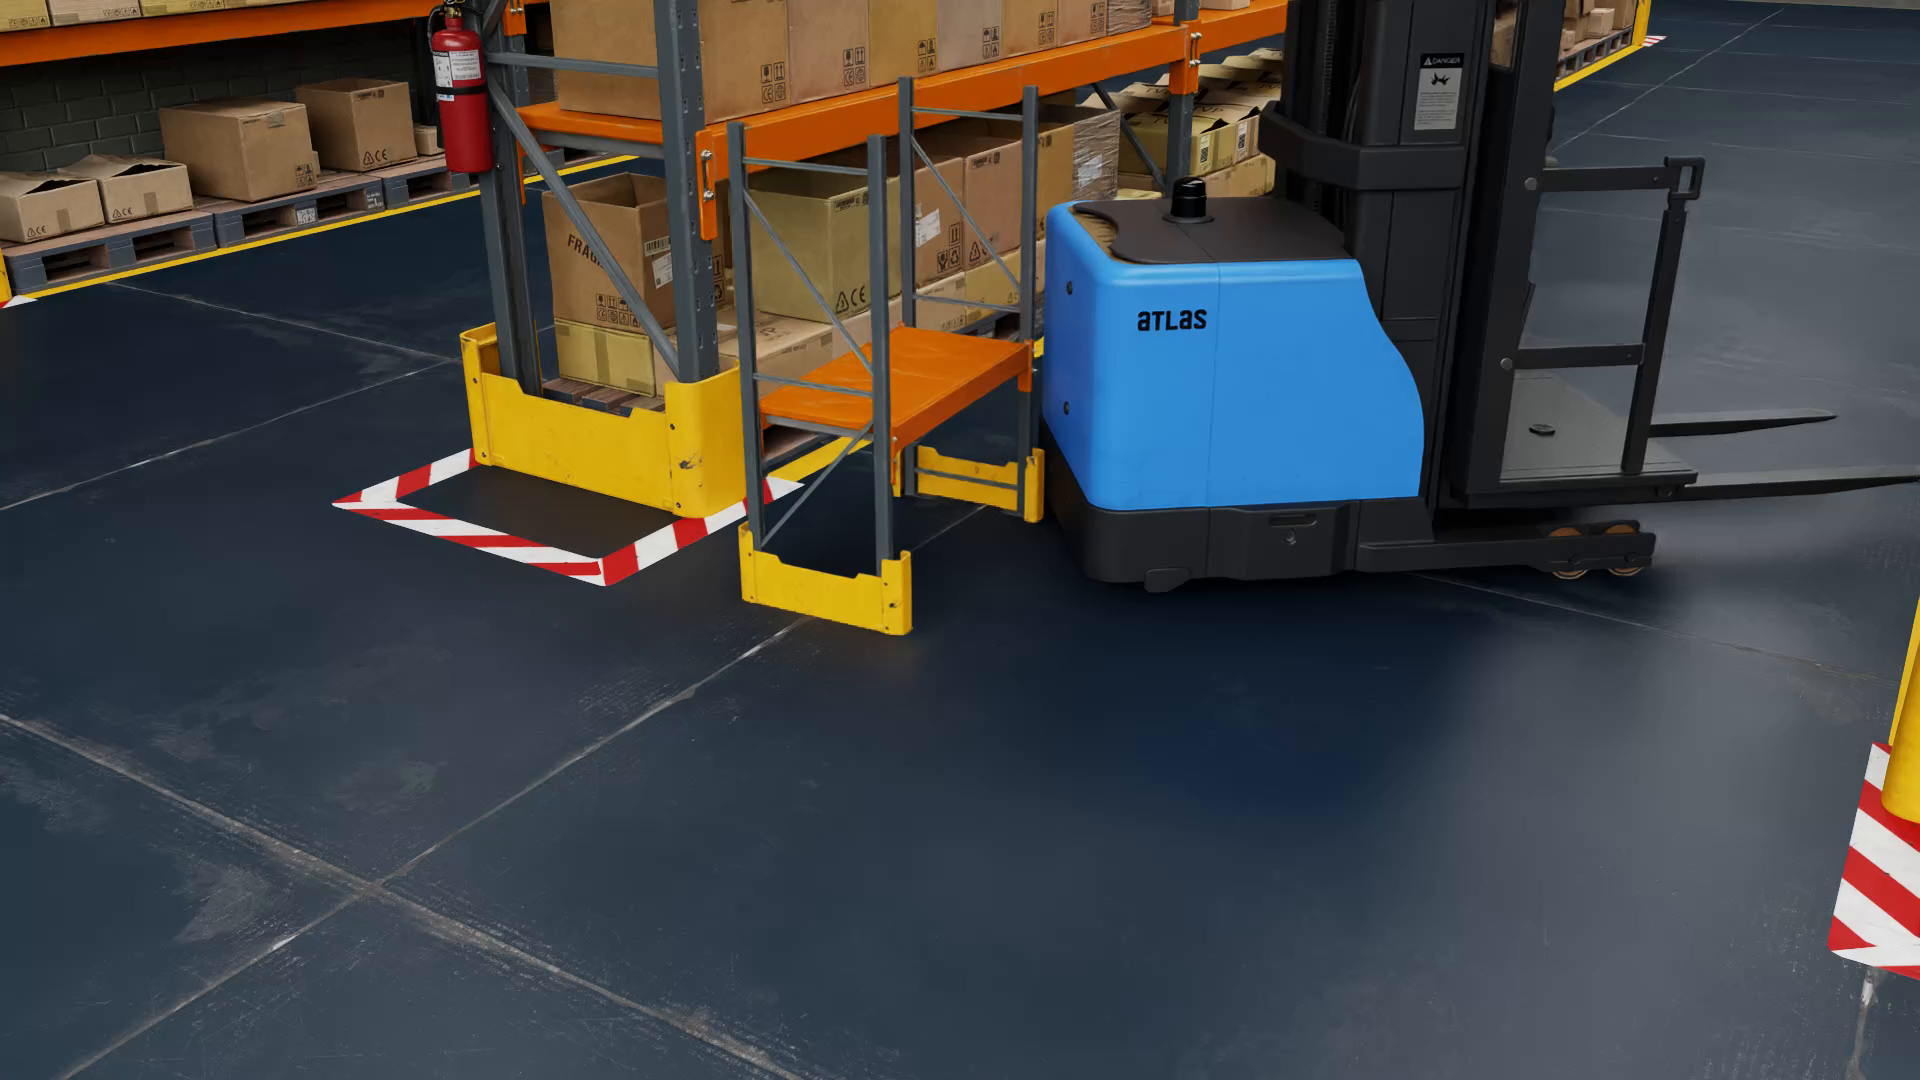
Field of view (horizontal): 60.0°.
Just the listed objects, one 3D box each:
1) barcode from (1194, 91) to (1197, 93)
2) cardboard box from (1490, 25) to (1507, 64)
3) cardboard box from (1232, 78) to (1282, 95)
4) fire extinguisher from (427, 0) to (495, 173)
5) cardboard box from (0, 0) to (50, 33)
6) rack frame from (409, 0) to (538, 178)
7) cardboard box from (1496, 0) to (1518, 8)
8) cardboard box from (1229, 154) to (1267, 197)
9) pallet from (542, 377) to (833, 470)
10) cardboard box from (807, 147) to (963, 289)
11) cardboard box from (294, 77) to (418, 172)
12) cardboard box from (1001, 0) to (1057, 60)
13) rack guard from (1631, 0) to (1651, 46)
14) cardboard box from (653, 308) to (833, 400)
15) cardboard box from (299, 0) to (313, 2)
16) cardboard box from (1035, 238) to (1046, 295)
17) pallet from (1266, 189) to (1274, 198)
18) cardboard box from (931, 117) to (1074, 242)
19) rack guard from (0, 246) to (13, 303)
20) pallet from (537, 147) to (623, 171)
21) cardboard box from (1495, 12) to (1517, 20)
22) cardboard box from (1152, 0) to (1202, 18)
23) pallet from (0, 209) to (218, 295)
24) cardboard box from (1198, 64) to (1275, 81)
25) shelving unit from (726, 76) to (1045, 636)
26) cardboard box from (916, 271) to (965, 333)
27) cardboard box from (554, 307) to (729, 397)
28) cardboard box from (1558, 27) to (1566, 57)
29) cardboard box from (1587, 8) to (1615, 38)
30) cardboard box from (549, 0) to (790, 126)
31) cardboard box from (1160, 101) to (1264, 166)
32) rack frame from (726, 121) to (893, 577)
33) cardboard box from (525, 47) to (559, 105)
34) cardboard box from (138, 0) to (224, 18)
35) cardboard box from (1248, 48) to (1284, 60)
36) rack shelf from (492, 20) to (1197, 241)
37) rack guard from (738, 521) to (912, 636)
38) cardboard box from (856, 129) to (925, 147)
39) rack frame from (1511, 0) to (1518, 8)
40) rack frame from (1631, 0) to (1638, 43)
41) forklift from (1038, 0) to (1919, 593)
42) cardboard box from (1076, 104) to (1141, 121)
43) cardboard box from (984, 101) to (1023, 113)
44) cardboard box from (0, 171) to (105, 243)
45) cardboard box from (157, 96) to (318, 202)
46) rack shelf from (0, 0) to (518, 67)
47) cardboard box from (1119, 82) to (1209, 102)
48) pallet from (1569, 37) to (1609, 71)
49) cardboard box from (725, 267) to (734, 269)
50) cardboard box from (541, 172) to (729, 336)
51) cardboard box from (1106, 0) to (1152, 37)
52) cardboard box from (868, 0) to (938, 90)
[{"bbox_3d":[1.283,-2.476,9.078,0.001,0.075,0.075,14,27,29],"label":"barcode"},{"bbox_3d":[4.199,-4.004,13.816,0.500,0.500,0.500,13,27,27],"label":"cardboard box"},{"bbox_3d":[2.035,-2.777,10.615,0.500,0.311,0.500,15,27,30],"label":"cardboard box"},{"bbox_3d":[-1.772,-1.654,5.892,0.296,0.674,0.183,14,27,29],"label":"fire extinguisher"},{"bbox_3d":[-4.998,-2.707,8.391,0.500,0.250,0.500,13,27,27],"label":"cardboard box"},{"bbox_3d":[-3.415,-4.019,11.257,1.000,3.000,0.127,14,27,29],"label":"rack frame"},{"bbox_3d":[5.075,-4.988,16.090,0.500,0.500,0.500,14,27,29],"label":"cardboard box"},{"bbox_3d":[1.489,-2.169,9.918,0.500,0.250,0.500,15,27,30],"label":"cardboard box"},{"bbox_3d":[-0.947,-0.619,6.914,1.003,0.211,1.213,14,27,29],"label":"pallet"},{"bbox_3d":[-0.328,-1.382,7.155,0.500,0.500,0.500,14,27,29],"label":"cardboard box"},{"bbox_3d":[-3.929,-2.715,10.838,0.500,0.500,0.500,12,26,25],"label":"cardboard box"},{"bbox_3d":[0.026,-2.529,7.690,0.700,0.500,0.500,14,27,30],"label":"cardboard box"},{"bbox_3d":[7.085,-5.859,18.655,1.175,0.500,0.348,14,27,29],"label":"rack guard"},{"bbox_3d":[-0.843,-0.697,6.517,0.500,0.250,0.500,14,27,29],"label":"cardboard box"},{"bbox_3d":[-3.930,-3.396,9.983,0.500,0.250,0.500,14,27,29],"label":"cardboard box"},{"bbox_3d":[0.213,-1.372,8.076,0.500,0.250,0.500,14,27,29],"label":"cardboard box"},{"bbox_3d":[1.793,-2.372,10.965,1.003,0.211,1.213,14,27,29],"label":"pallet"},{"bbox_3d":[0.202,-1.719,7.933,0.500,0.500,0.500,14,27,29],"label":"cardboard box"},{"bbox_3d":[-5.485,-1.547,8.695,1.175,0.500,0.348,14,27,29],"label":"rack guard"},{"bbox_3d":[-3.006,-3.002,12.419,1.003,0.211,1.213,14,27,29],"label":"pallet"},{"bbox_3d":[4.730,-4.345,14.604,0.500,0.500,0.500,14,27,29],"label":"cardboard box"},{"bbox_3d":[1.018,-3.088,9.297,0.500,0.250,0.500,16,28,32],"label":"cardboard box"},{"bbox_3d":[-5.027,-1.681,9.368,1.003,0.211,1.213,14,27,29],"label":"pallet"},{"bbox_3d":[1.838,-3.054,11.256,0.500,0.311,0.500,13,27,28],"label":"cardboard box"},{"bbox_3d":[-0.199,-0.636,5.331,0.587,1.500,1.083,11,26,24],"label":"shelving unit"},{"bbox_3d":[-0.318,-1.035,7.298,0.500,0.250,0.500,14,27,29],"label":"cardboard box"},{"bbox_3d":[-1.283,-0.806,6.768,0.500,0.250,0.500,14,27,29],"label":"cardboard box"},{"bbox_3d":[5.420,-4.746,15.769,0.500,0.311,0.500,14,27,29],"label":"cardboard box"},{"bbox_3d":[6.521,-5.423,17.408,0.500,0.250,0.500,14,27,29],"label":"cardboard box"},{"bbox_3d":[-1.058,-1.833,6.082,0.700,0.500,0.500,14,27,29],"label":"cardboard box"},{"bbox_3d":[1.493,-2.425,9.803,0.500,0.311,0.500,14,27,28],"label":"cardboard box"},{"bbox_3d":[-0.431,-0.452,4.907,0.500,1.500,0.032,11,26,24],"label":"rack frame"},{"bbox_3d":[-3.041,-3.325,12.248,0.700,0.500,0.500,15,28,31],"label":"cardboard box"},{"bbox_3d":[-4.463,-3.056,9.197,0.500,0.250,0.500,13,27,28],"label":"cardboard box"},{"bbox_3d":[2.379,-3.405,12.066,0.500,0.311,0.500,15,28,31],"label":"cardboard box"},{"bbox_3d":[-0.260,-1.977,7.446,1.077,0.370,4.000,14,27,29],"label":"rack shelf"},{"bbox_3d":[-0.422,0.114,5.171,0.587,0.250,0.087,11,26,24],"label":"rack guard"},{"bbox_3d":[-0.505,-1.659,7.796,0.500,0.500,0.500,14,27,29],"label":"cardboard box"},{"bbox_3d":[5.015,-5.682,15.099,1.000,3.000,0.127,14,27,29],"label":"rack frame"},{"bbox_3d":[7.125,-7.032,18.218,1.000,3.000,0.127,14,27,29],"label":"rack frame"},{"bbox_3d":[1.840,-1.421,5.344,3.031,2.935,1.130,-3,24,-7],"label":"forklift"},{"bbox_3d":[0.765,-2.367,9.668,0.500,0.311,0.500,14,27,29],"label":"cardboard box"},{"bbox_3d":[0.027,-1.996,8.573,0.500,0.500,0.500,14,27,29],"label":"cardboard box"},{"bbox_3d":[-5.084,-1.851,9.081,0.500,0.311,0.500,11,26,23],"label":"cardboard box"},{"bbox_3d":[-4.354,-2.368,10.036,0.700,0.500,0.500,12,26,26],"label":"cardboard box"},{"bbox_3d":[-4.470,-3.014,9.841,1.077,0.370,4.000,14,27,29],"label":"rack shelf"},{"bbox_3d":[1.299,-2.712,10.465,0.500,0.311,0.500,14,27,29],"label":"cardboard box"},{"bbox_3d":[6.021,-5.047,17.143,1.003,0.211,1.213,14,27,29],"label":"pallet"},{"bbox_3d":[-0.767,-1.146,7.554,0.500,0.250,0.500,14,27,29],"label":"cardboard box"},{"bbox_3d":[-1.285,-1.150,6.620,0.500,0.500,0.500,14,27,29],"label":"cardboard box"},{"bbox_3d":[0.566,-2.877,8.493,0.700,0.500,0.500,13,27,28],"label":"cardboard box"},{"bbox_3d":[-0.518,-2.177,6.878,0.700,0.500,0.500,14,27,29],"label":"cardboard box"}]
